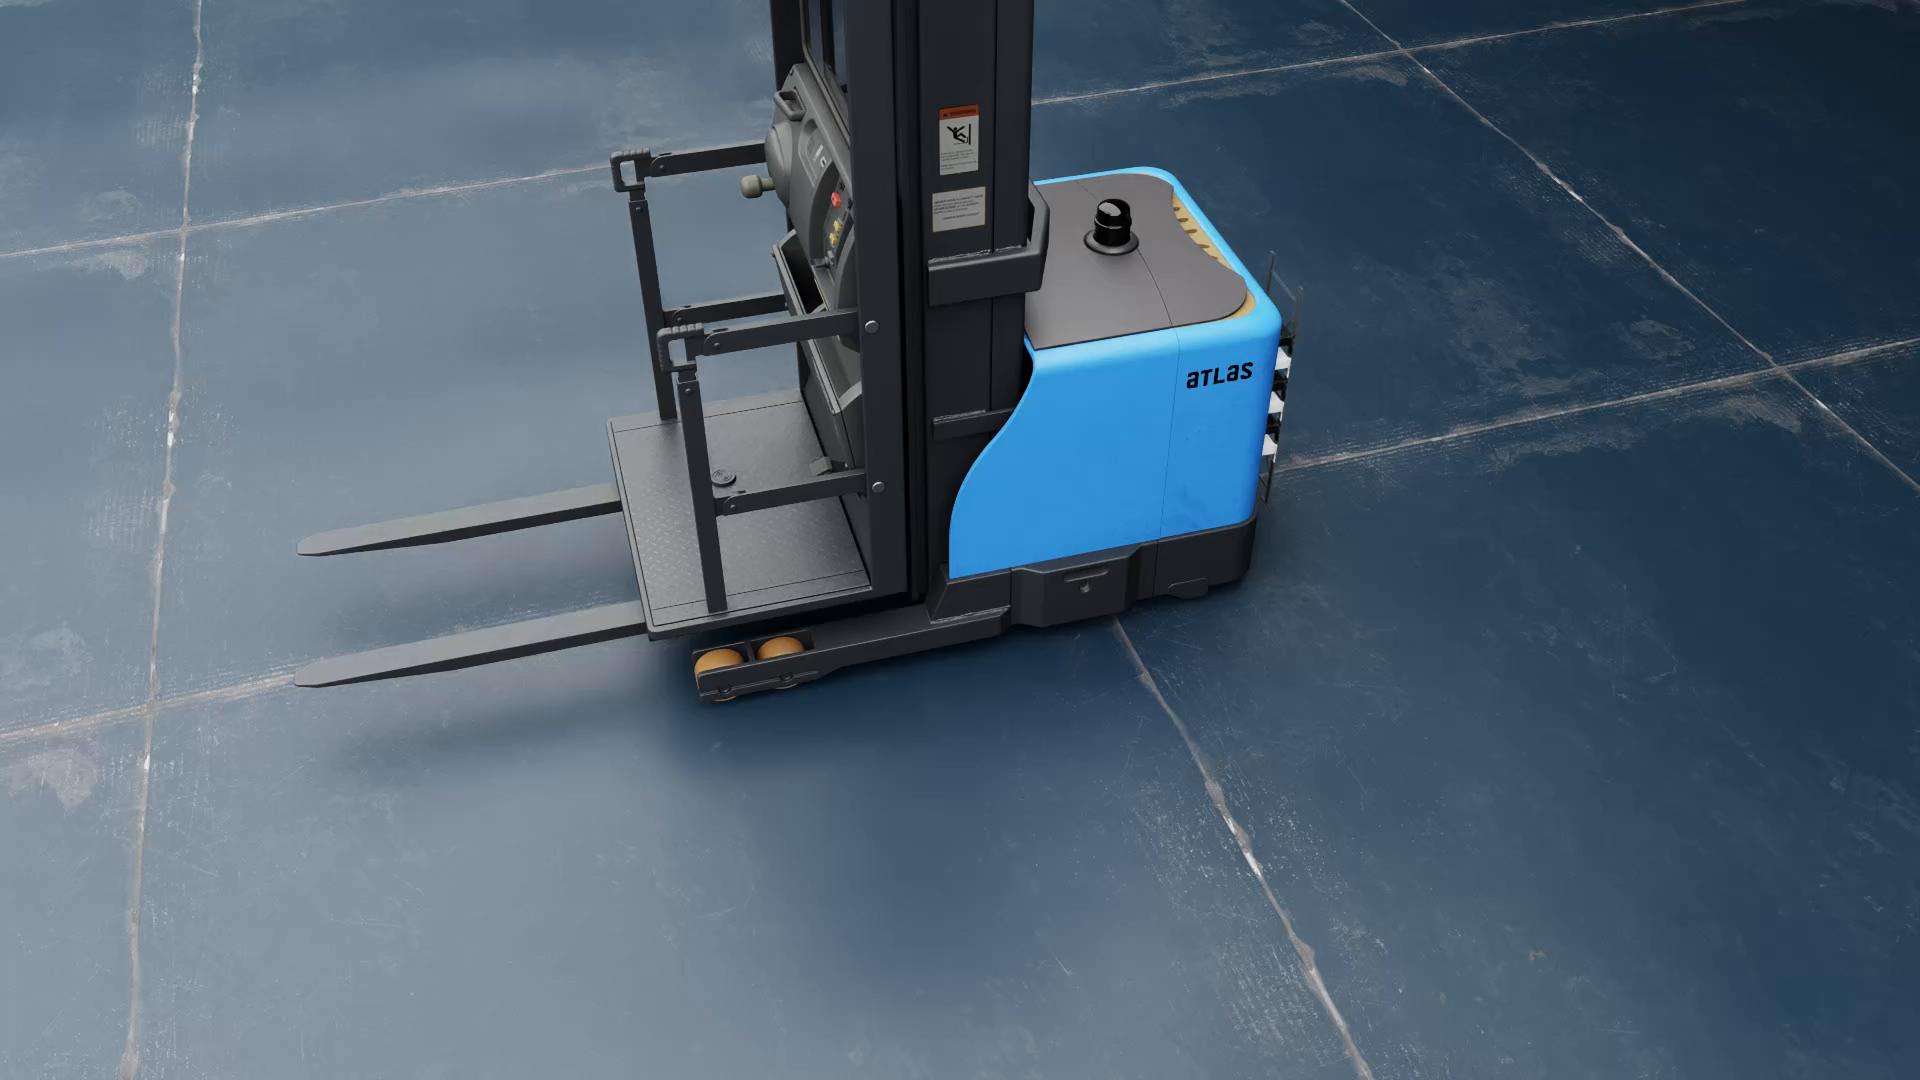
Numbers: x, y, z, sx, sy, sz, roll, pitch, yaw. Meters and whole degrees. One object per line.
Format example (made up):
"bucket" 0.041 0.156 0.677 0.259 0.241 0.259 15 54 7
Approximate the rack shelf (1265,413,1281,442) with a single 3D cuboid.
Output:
"rack shelf" 0.959 -0.425 5.740 0.200 0.077 0.258 -11 42 -12

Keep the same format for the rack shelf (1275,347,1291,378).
"rack shelf" 0.959 -0.629 5.563 0.200 0.077 0.258 -11 42 -12

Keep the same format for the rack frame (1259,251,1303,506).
"rack frame" 1.057 -0.536 5.680 0.006 0.900 0.240 -11 42 -12

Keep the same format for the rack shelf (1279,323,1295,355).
"rack shelf" 0.959 -0.696 5.503 0.200 0.077 0.258 -11 42 -12

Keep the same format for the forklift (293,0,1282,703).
"forklift" -0.606 -0.990 4.656 3.031 2.935 1.130 -11 42 -12

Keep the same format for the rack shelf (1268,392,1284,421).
"rack shelf" 0.959 -0.493 5.681 0.200 0.077 0.258 -11 42 -12

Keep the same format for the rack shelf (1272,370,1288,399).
"rack shelf" 0.959 -0.561 5.622 0.200 0.077 0.258 -11 42 -12

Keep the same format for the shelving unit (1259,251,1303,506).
"shelving unit" 0.959 -0.518 5.659 0.210 0.900 0.258 -11 42 -12

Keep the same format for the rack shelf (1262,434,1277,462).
"rack shelf" 0.959 -0.357 5.799 0.200 0.077 0.258 -11 42 -12
